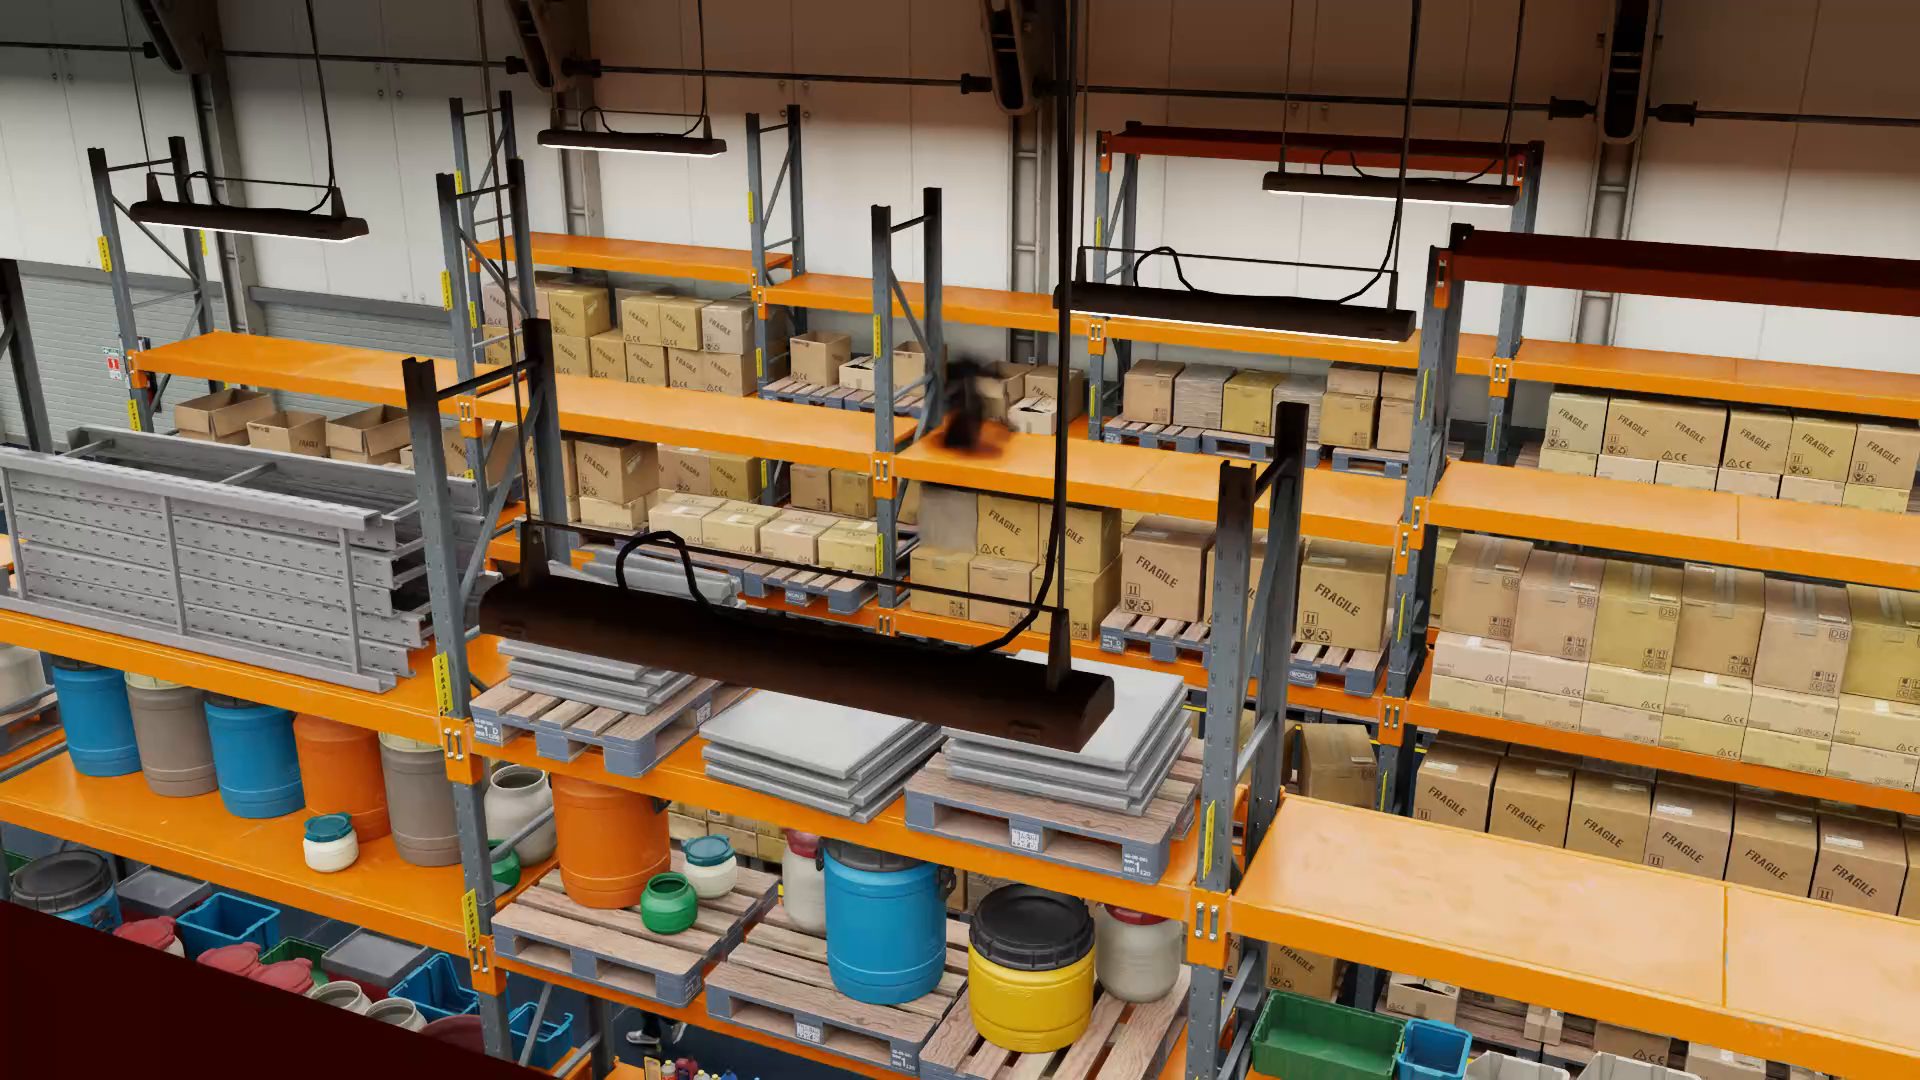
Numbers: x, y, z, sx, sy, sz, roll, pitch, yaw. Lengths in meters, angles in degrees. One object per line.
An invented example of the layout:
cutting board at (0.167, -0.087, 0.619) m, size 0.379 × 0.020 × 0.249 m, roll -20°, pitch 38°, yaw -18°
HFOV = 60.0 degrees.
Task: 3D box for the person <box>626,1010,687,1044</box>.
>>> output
person at (-2.263, 3.067, 12.295) m, size 0.602 × 1.556 × 0.529 m, roll 7°, pitch 22°, yaw 18°
